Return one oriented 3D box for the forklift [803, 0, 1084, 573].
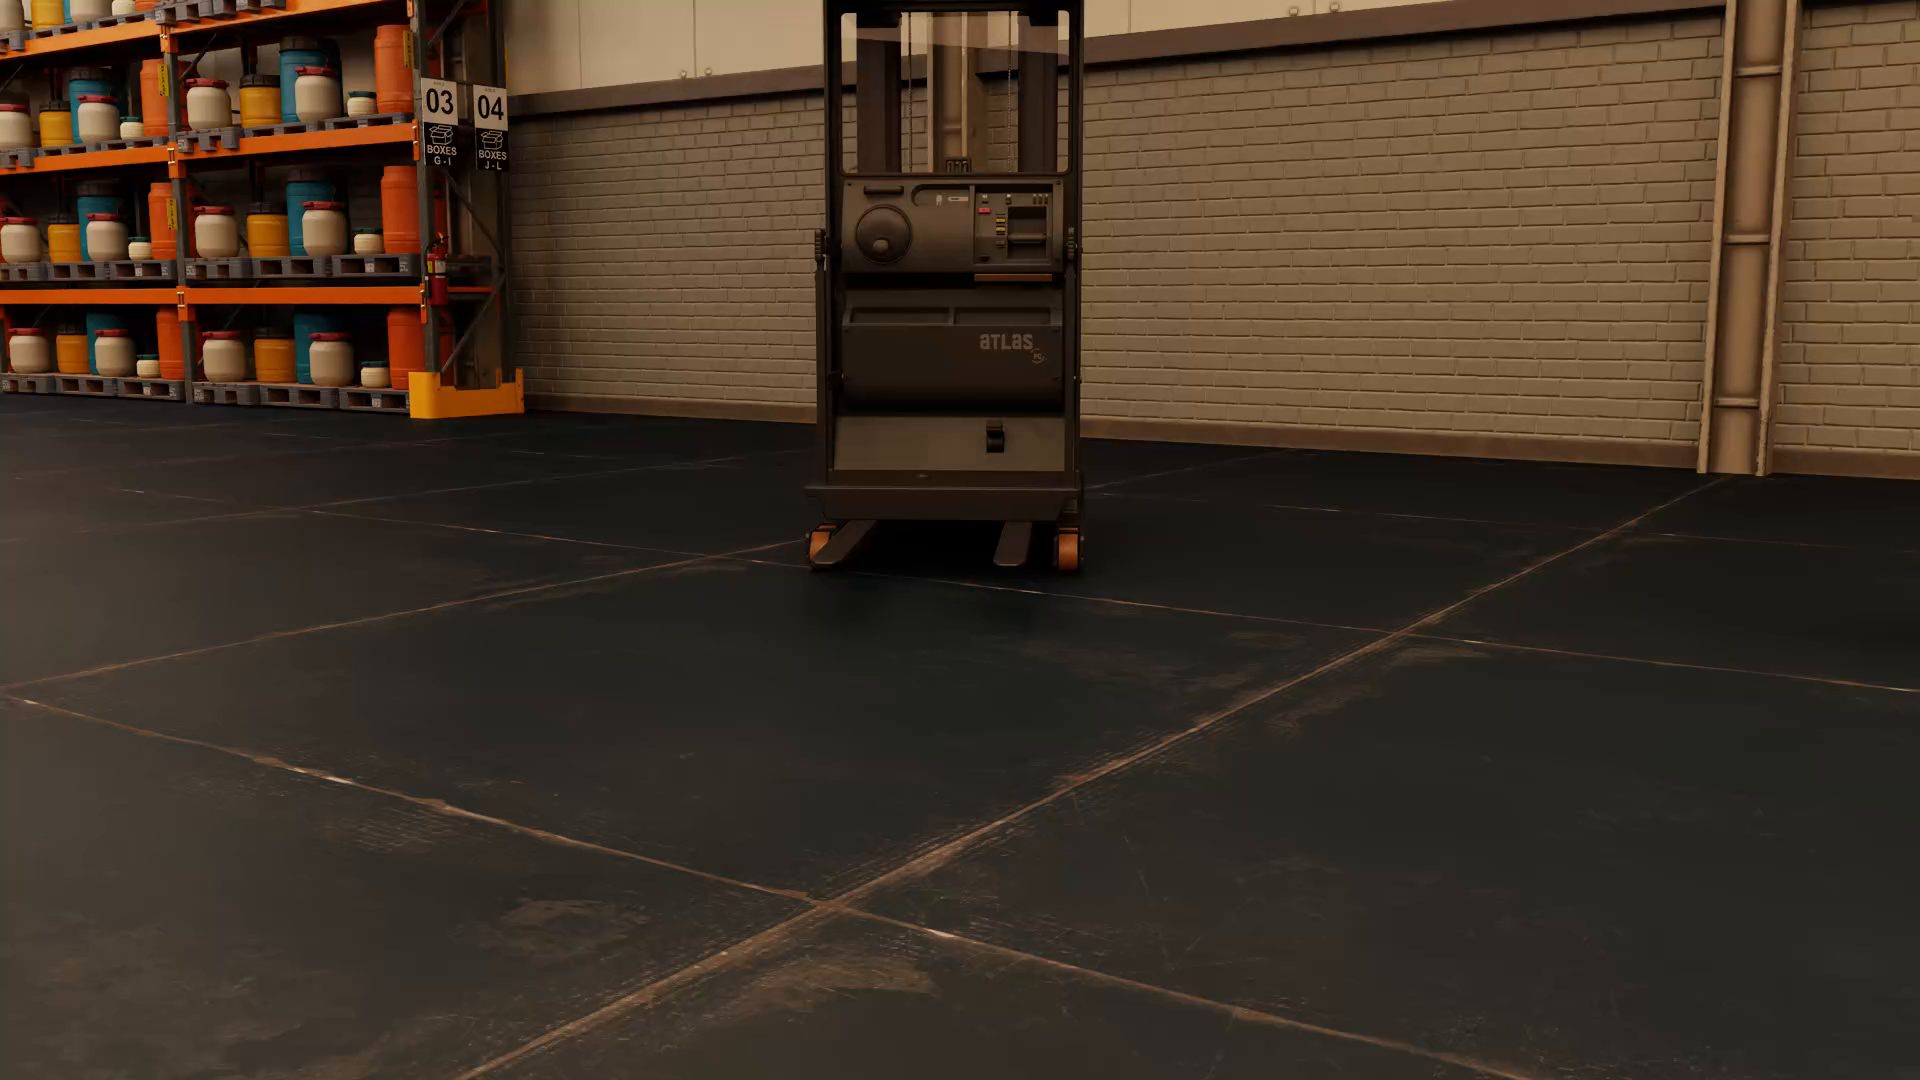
[{"bbox_3d":[-0.042,-1.363,6.781,1.130,2.935,3.031,1,8,4],"label":"forklift"}]
